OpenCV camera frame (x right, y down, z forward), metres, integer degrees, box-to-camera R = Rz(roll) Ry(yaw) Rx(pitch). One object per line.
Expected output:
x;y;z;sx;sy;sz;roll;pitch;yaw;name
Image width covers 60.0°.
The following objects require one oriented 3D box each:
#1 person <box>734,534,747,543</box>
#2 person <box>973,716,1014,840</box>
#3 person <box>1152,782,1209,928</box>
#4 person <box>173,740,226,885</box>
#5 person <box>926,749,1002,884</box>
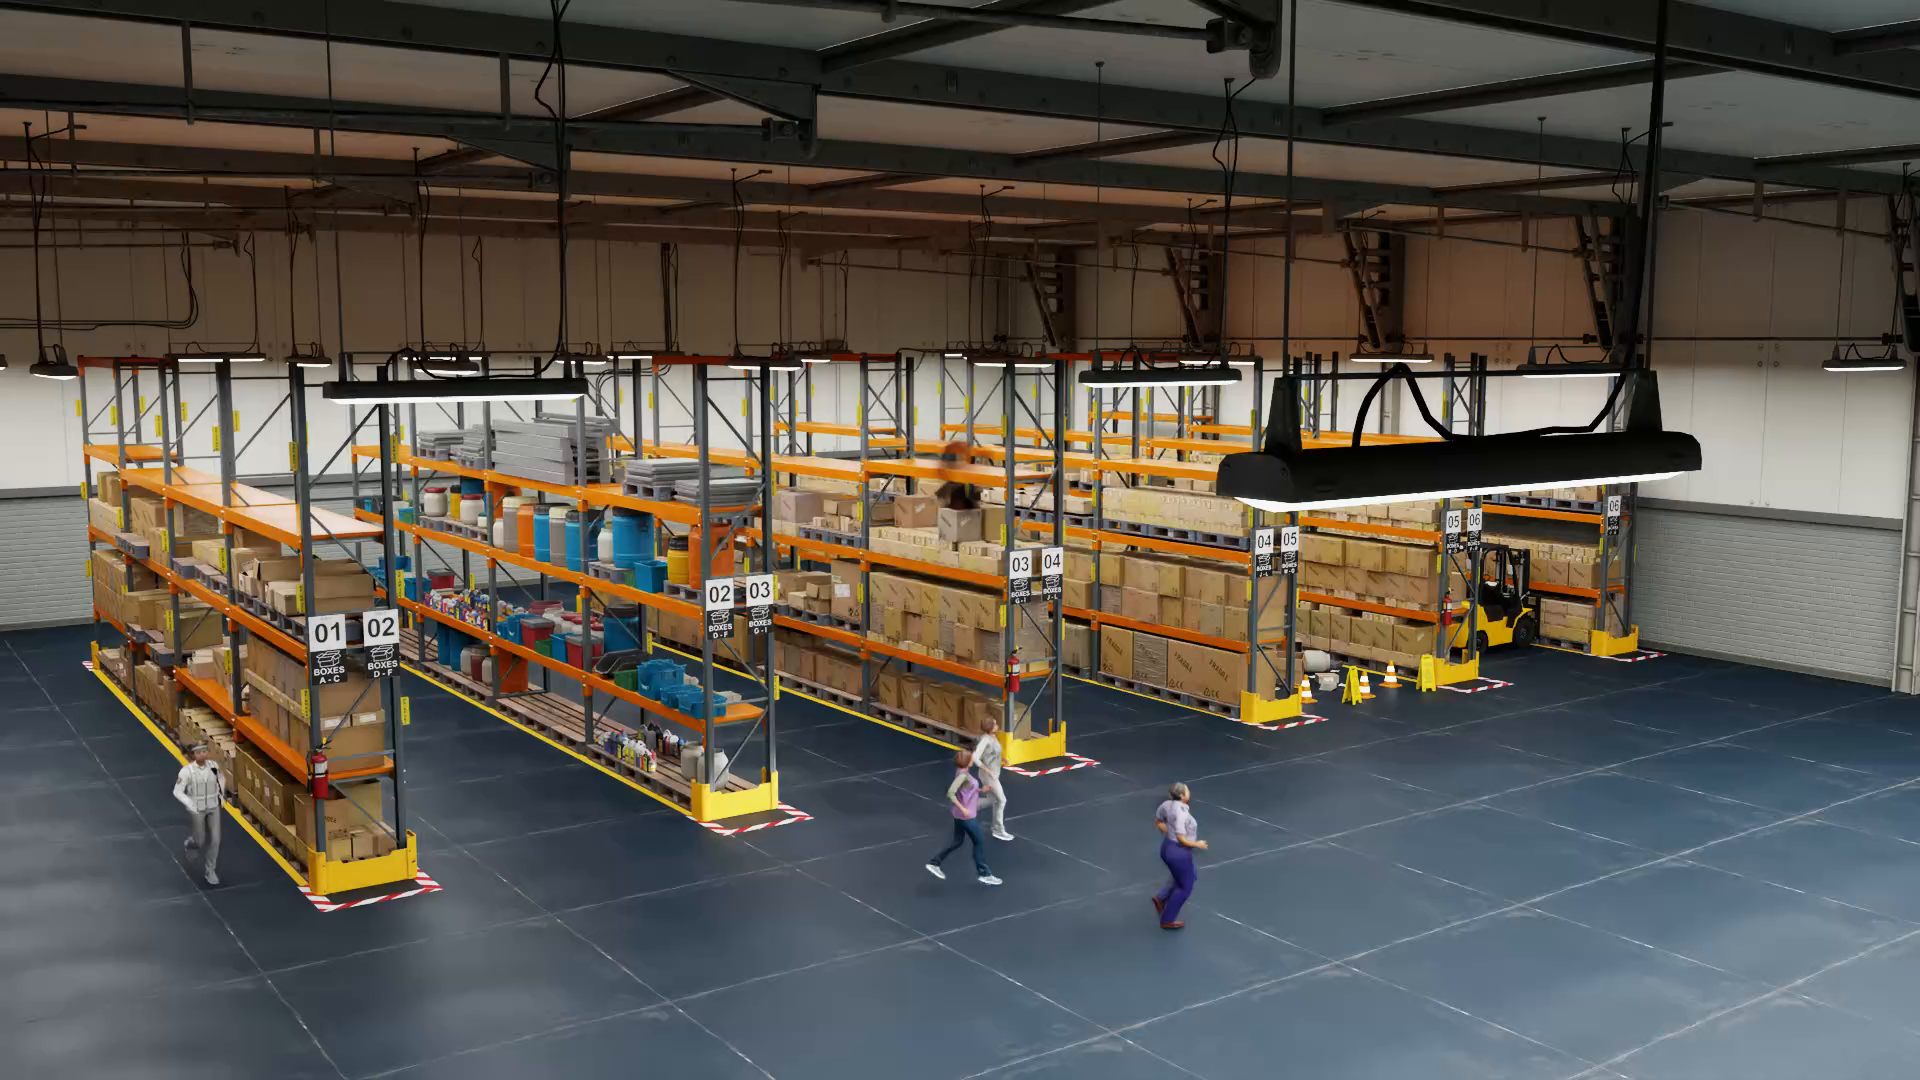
-5.575;0.534;40.700;0.735;1.791;0.732;4;8;28;person
0.322;3.009;21.069;0.724;1.595;0.532;1;7;6;person
2.370;3.374;17.875;0.536;1.602;0.581;-2;7;-14;person
-8.905;3.154;19.555;0.617;1.682;0.747;-6;9;-42;person
0.045;3.195;19.196;0.879;1.594;0.532;-1;7;-9;person
